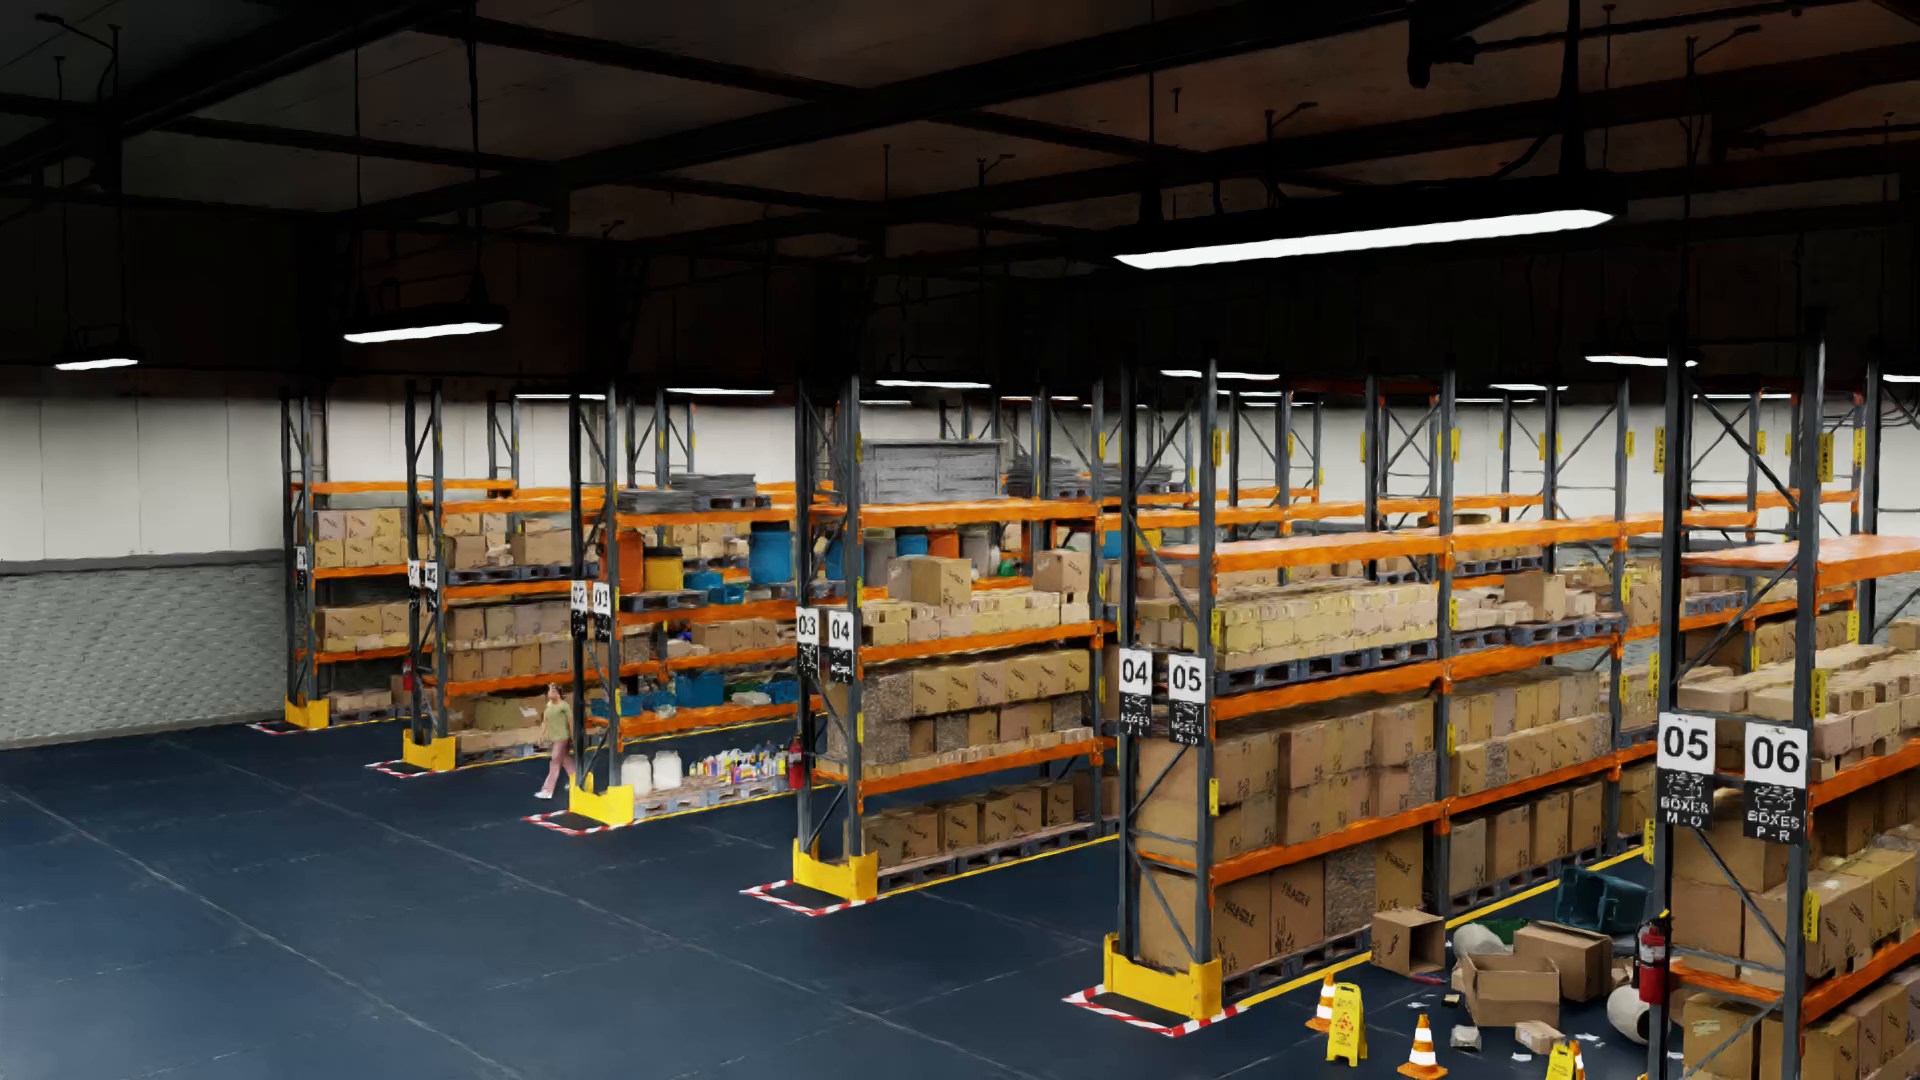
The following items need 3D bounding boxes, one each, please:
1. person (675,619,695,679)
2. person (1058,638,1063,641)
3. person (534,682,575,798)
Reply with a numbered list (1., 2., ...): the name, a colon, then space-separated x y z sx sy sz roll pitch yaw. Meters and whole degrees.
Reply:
1. person: -5.300 2.314 32.198 0.592 1.604 0.513 3 5 44
2. person: 2.097 2.302 31.476 0.682 1.715 0.536 4 5 44
3. person: -5.768 2.830 23.772 0.446 1.601 1.018 3 5 38
